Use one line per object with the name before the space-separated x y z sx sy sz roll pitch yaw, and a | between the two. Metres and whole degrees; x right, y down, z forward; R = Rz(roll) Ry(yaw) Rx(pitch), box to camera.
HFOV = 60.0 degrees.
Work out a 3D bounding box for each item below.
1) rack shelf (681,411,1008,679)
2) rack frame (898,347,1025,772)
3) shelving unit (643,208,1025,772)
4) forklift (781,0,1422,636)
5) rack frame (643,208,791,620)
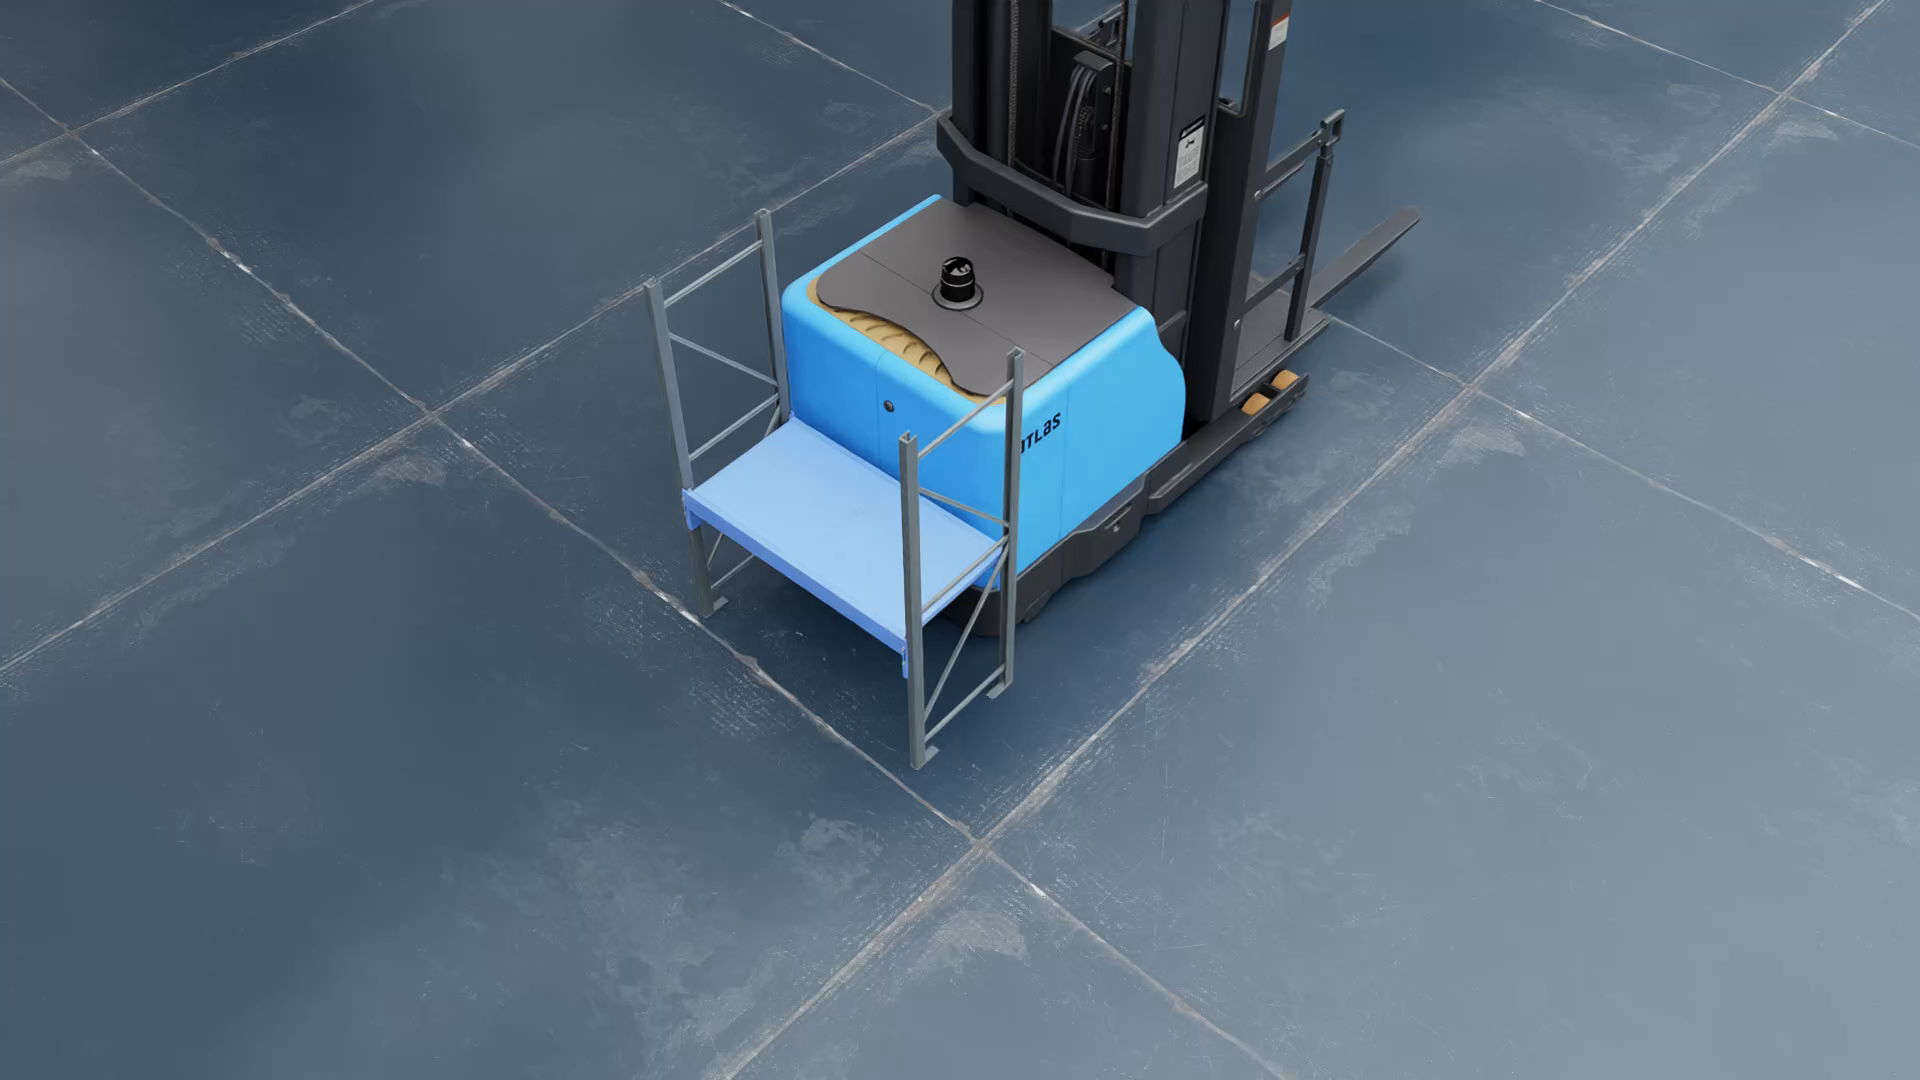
rack shelf | -0.376 -0.008 5.475 1.000 0.185 0.538 32 55 27
rack frame | 0.009 0.111 5.117 0.032 1.500 0.500 32 55 27
shelving unit | -0.376 -0.131 5.344 1.048 1.500 0.538 32 55 27
forklift | 0.754 -1.651 5.789 1.130 2.935 3.031 34 56 28
rack frame | -0.761 -0.373 5.571 0.032 1.500 0.500 32 55 27
